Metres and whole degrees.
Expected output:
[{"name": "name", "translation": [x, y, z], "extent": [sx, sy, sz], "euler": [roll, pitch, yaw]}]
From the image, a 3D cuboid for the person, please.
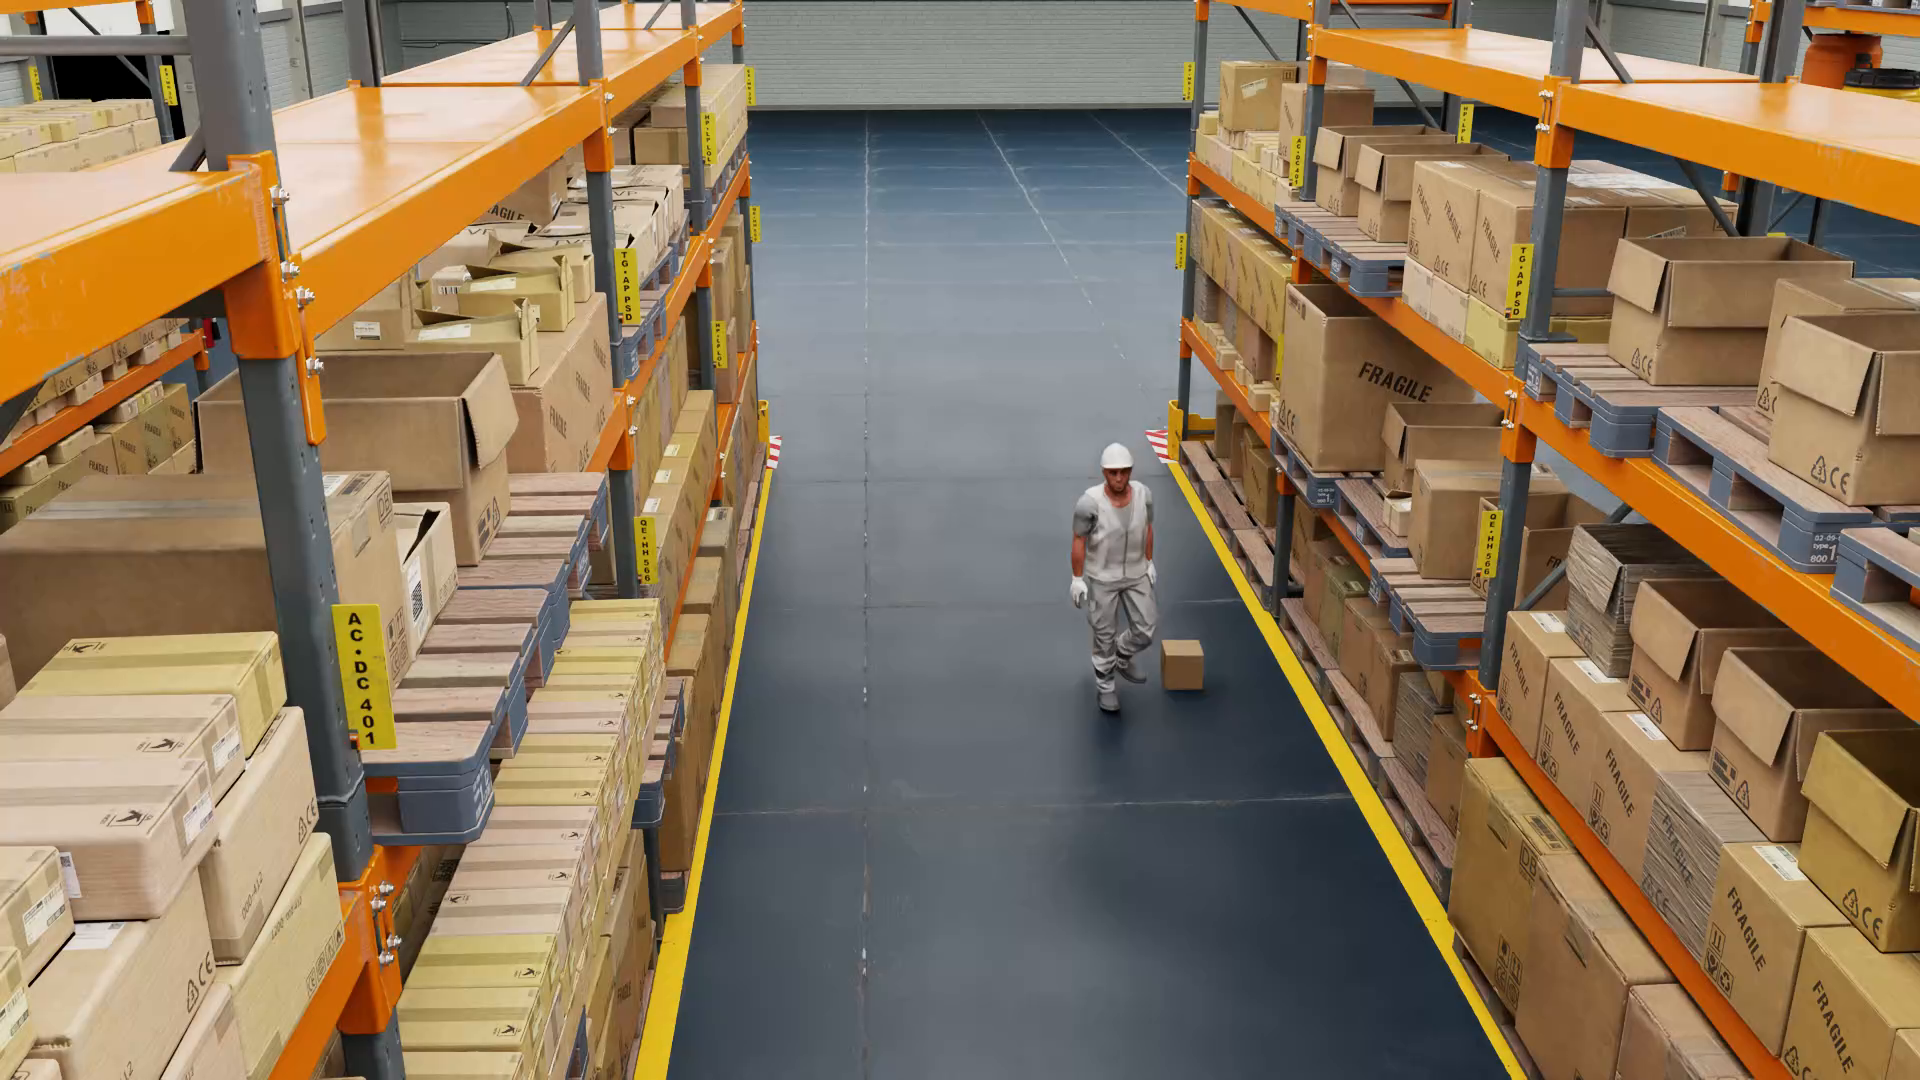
[{"name": "person", "translation": [0.968, 0.220, 10.419], "extent": [0.595, 1.782, 0.528], "euler": [-5, 21, -14]}]
